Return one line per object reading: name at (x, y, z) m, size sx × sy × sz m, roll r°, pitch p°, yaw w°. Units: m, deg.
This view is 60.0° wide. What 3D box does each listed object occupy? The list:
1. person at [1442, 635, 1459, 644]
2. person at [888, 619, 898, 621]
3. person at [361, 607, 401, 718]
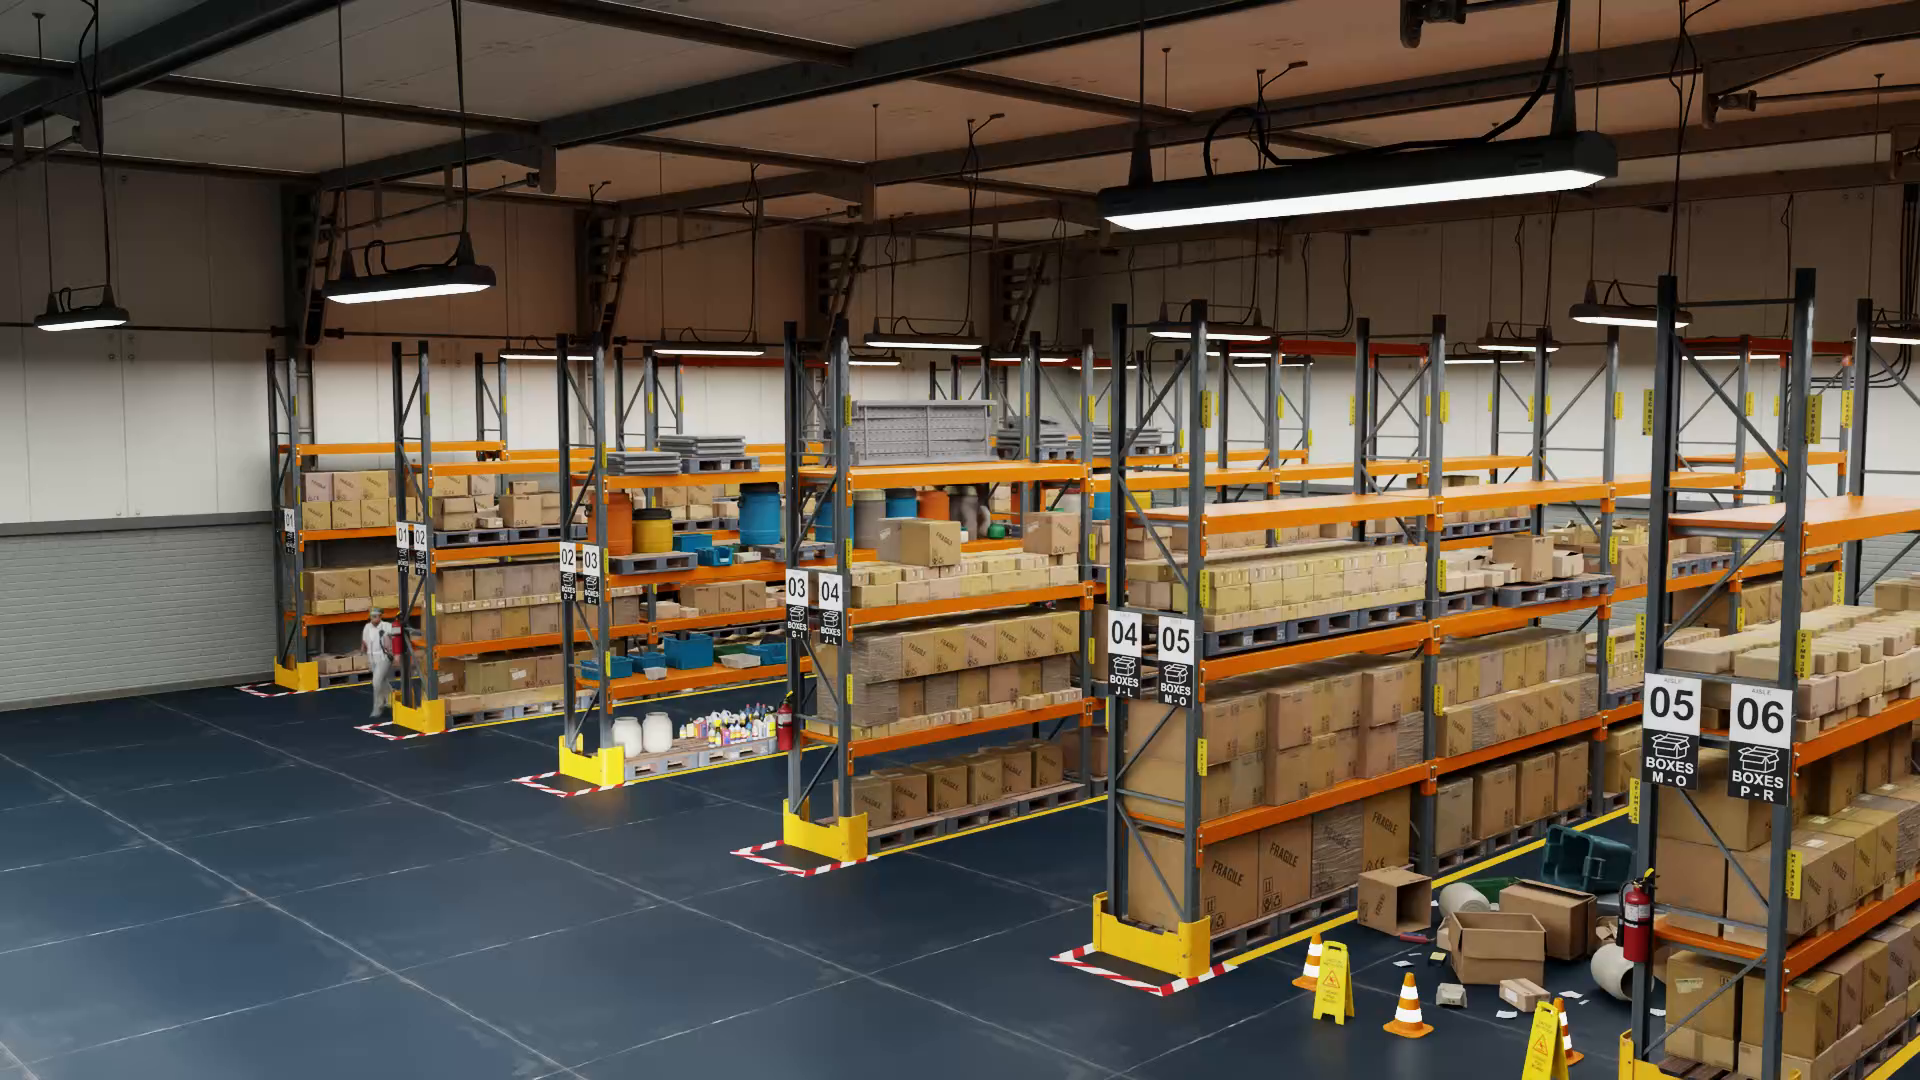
person at (7.385, 2.204, 24.860) m, size 0.636 × 1.618 × 0.582 m, roll -2°, pitch 5°, yaw -26°
person at (-1.258, 1.797, 29.808) m, size 0.523 × 1.653 × 0.797 m, roll 4°, pitch 6°, yaw 35°
person at (-9.393, 1.955, 27.024) m, size 0.611 × 1.790 × 0.879 m, roll 2°, pitch 5°, yaw 23°
